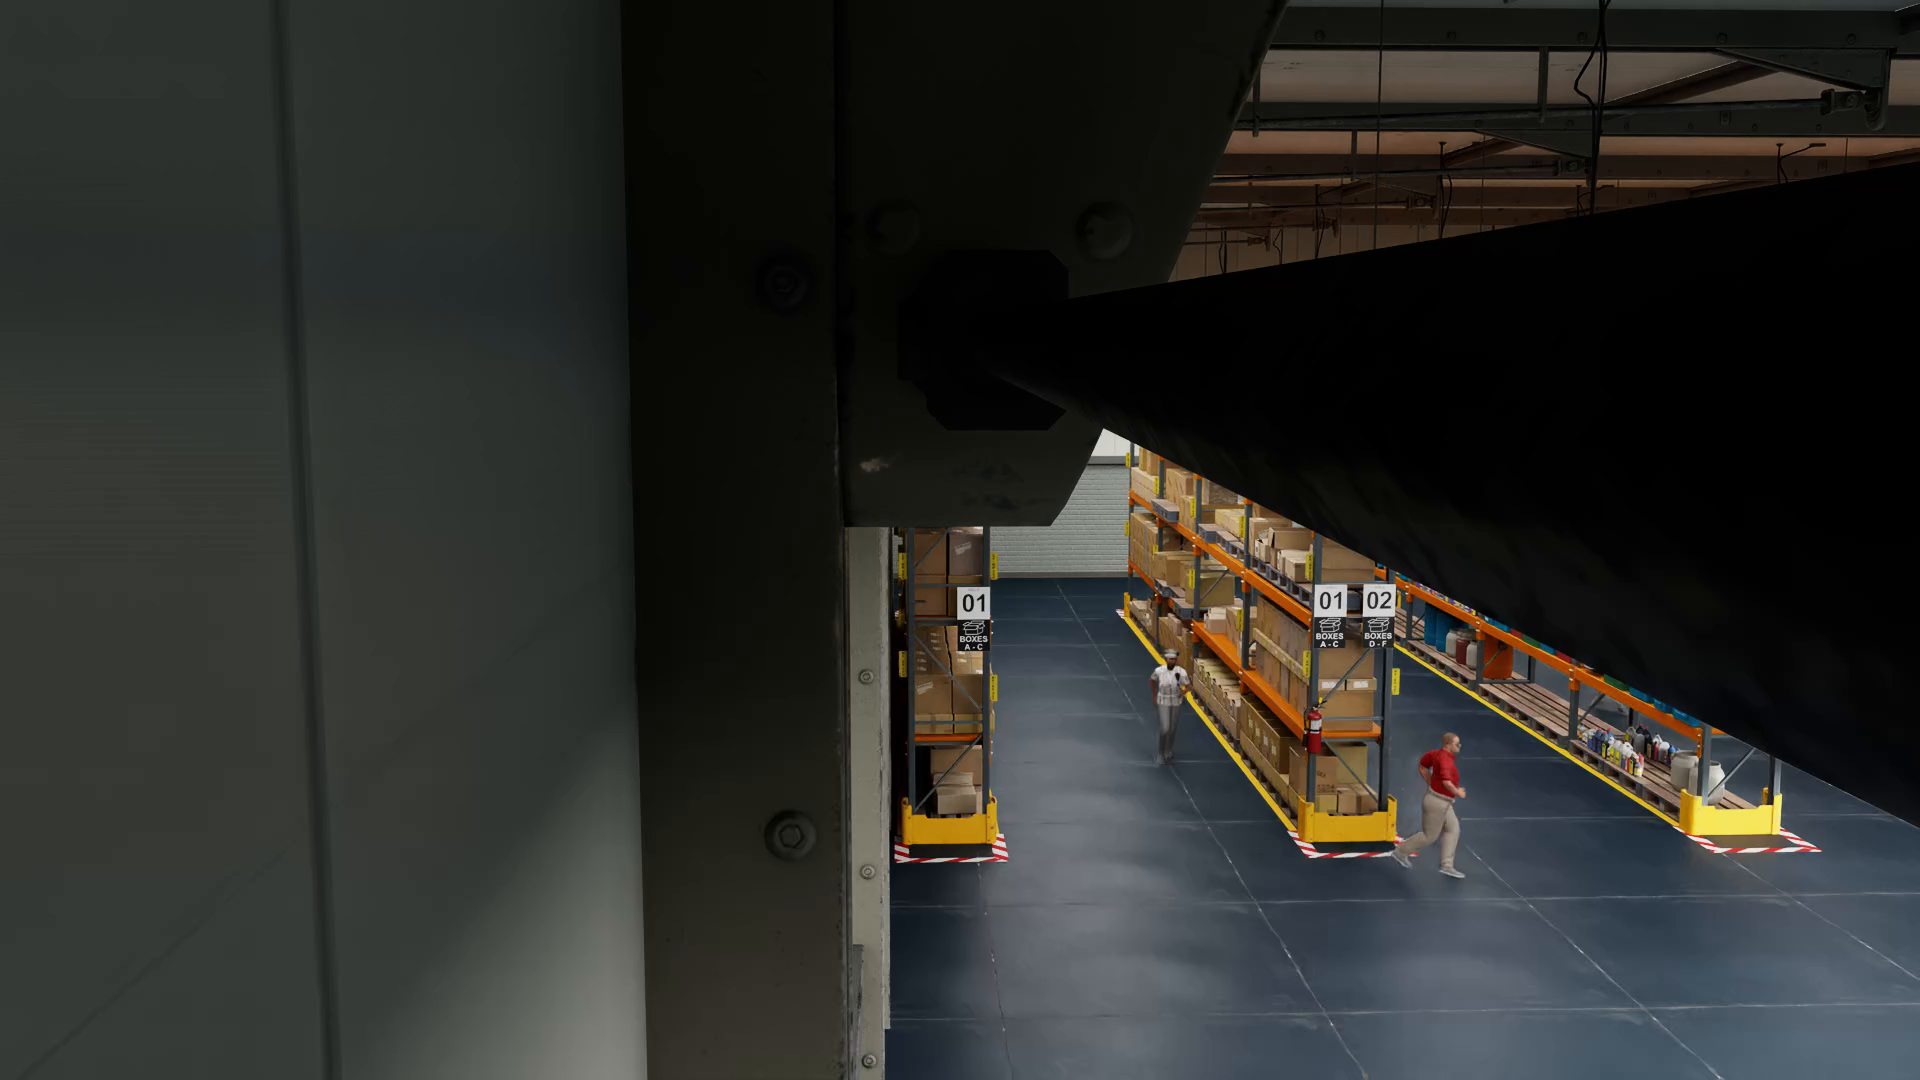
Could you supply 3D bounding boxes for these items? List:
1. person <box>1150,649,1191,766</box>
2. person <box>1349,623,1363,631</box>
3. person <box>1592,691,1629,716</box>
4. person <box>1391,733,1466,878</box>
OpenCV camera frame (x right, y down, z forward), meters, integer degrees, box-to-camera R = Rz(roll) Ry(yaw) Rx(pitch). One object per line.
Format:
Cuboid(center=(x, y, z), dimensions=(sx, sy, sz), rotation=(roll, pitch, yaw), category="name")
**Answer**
Cuboid(center=(3.064, 2.418, 24.139), dimensions=(0.559, 1.733, 0.729), rotation=(0, 7, -3), category="person")
Cuboid(center=(6.839, 1.803, 29.098), dimensions=(0.556, 1.694, 0.825), rotation=(-2, 7, -12), category="person")
Cuboid(center=(10.839, 1.987, 27.260), dimensions=(0.721, 1.736, 0.682), rotation=(0, 7, -3), category="person")
Cuboid(center=(5.423, 3.050, 19.131), dimensions=(0.814, 1.711, 0.630), rotation=(2, 8, 13), category="person")
